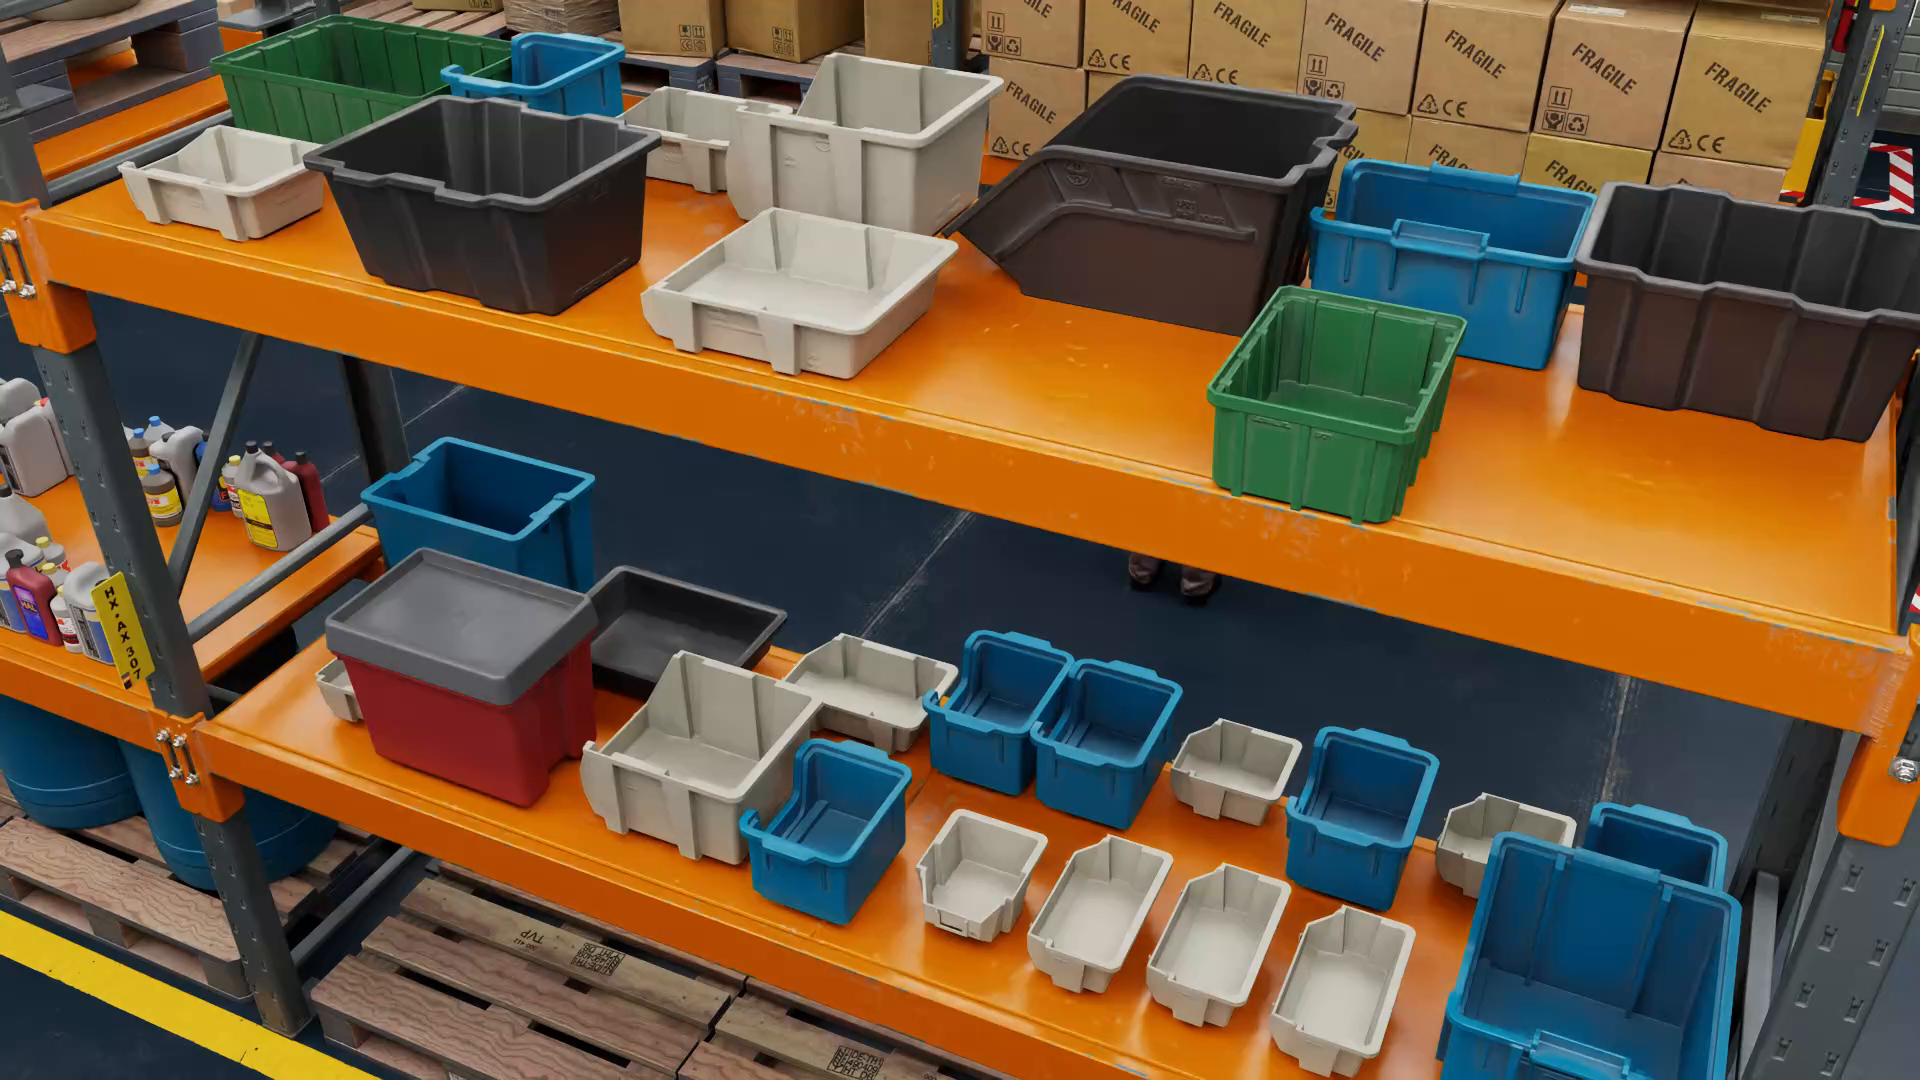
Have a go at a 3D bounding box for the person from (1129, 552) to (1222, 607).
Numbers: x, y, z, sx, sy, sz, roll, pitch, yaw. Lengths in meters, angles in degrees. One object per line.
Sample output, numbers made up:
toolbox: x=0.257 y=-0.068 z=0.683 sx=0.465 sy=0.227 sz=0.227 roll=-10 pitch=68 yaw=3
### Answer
person: x=0.923 y=-0.508 z=6.961 sx=0.546 sy=1.697 sz=0.378 roll=15 pitch=36 yaw=22
